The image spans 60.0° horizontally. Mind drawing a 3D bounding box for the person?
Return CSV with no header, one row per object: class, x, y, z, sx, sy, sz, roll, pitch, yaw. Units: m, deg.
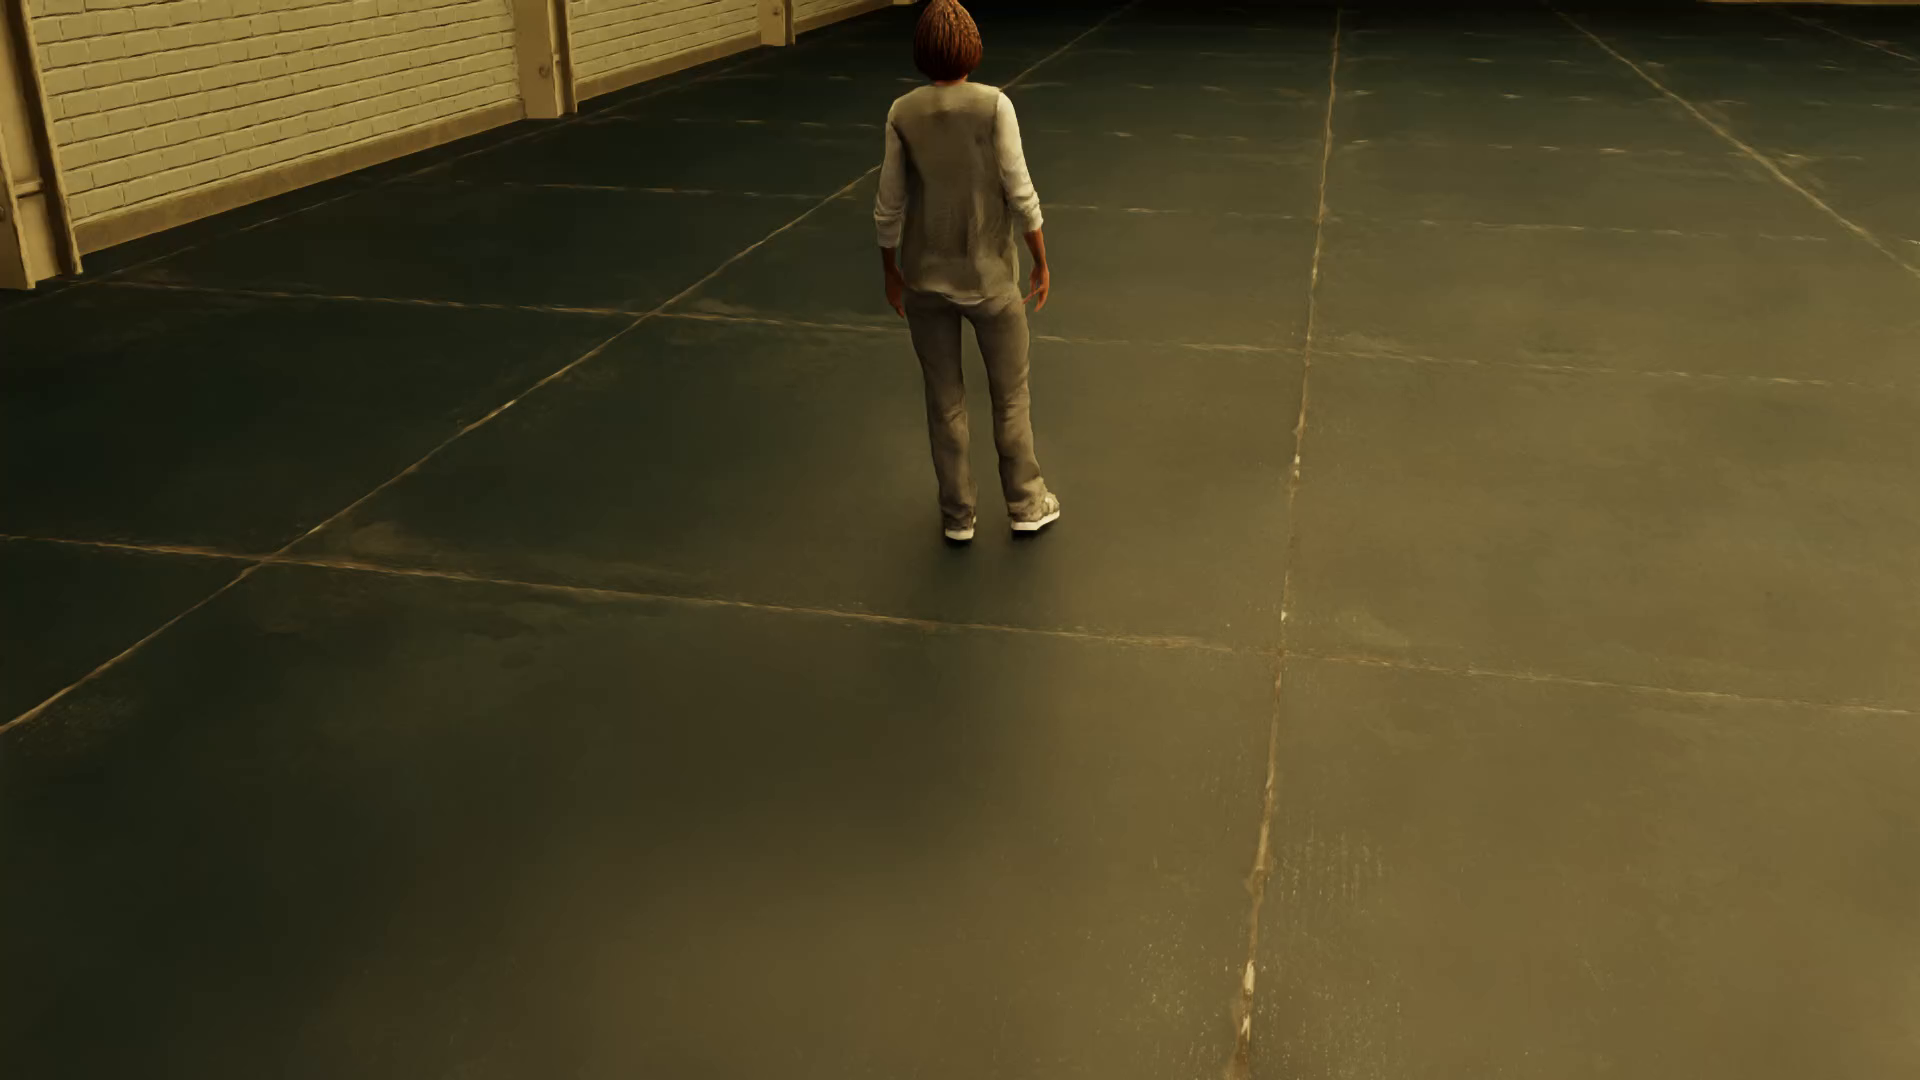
person,0.029,-0.772,4.909,0.521,1.597,0.474,5,23,11
